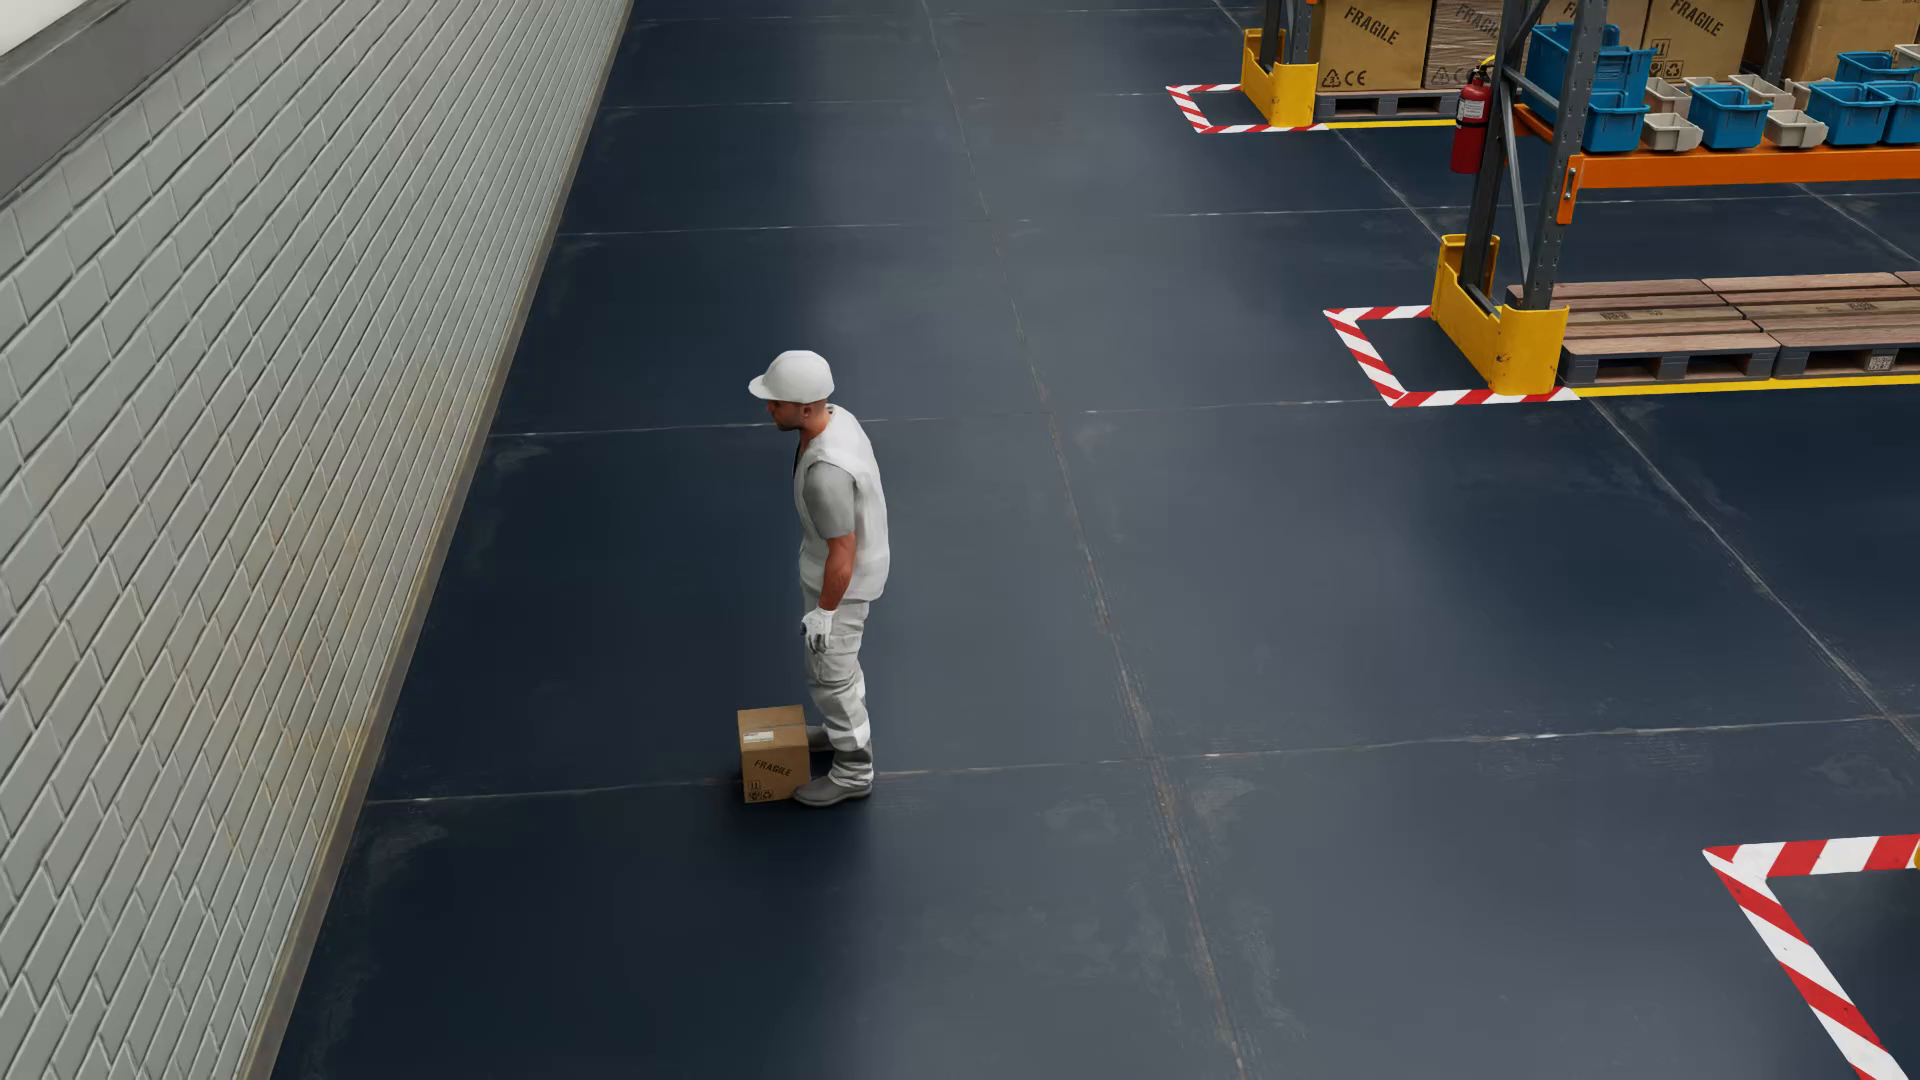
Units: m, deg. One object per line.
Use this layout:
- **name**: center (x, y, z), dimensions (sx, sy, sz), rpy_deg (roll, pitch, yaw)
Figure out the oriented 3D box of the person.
- **person**: center (-0.474, 0.137, 5.887), dimensions (0.449, 1.780, 0.607), rpy_deg (-3, 31, -4)
